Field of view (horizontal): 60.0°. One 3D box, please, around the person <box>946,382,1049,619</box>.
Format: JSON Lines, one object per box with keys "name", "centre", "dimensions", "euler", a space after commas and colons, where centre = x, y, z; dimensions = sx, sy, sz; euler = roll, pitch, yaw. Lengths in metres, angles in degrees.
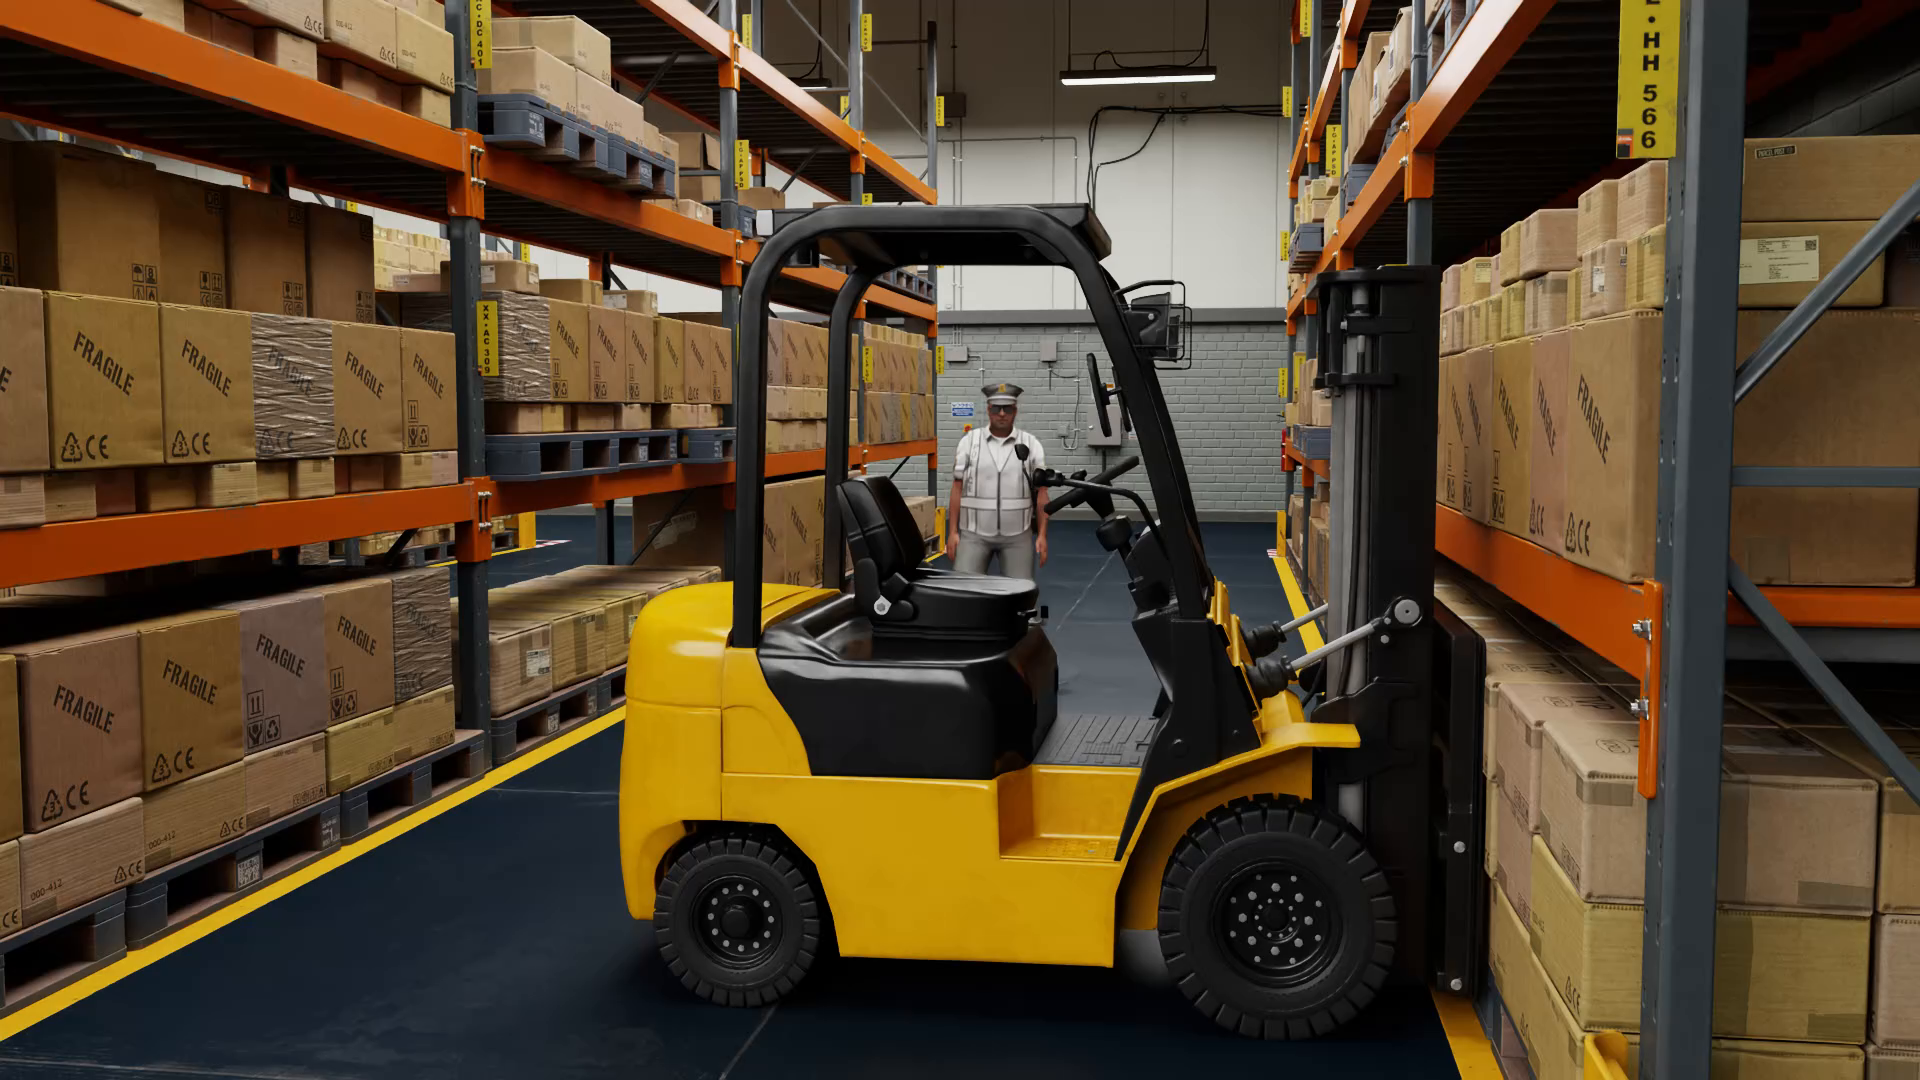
{"name": "person", "centre": [0.198, -0.027, 9.647], "dimensions": [0.638, 1.756, 0.585], "euler": [0, 4, -3]}
